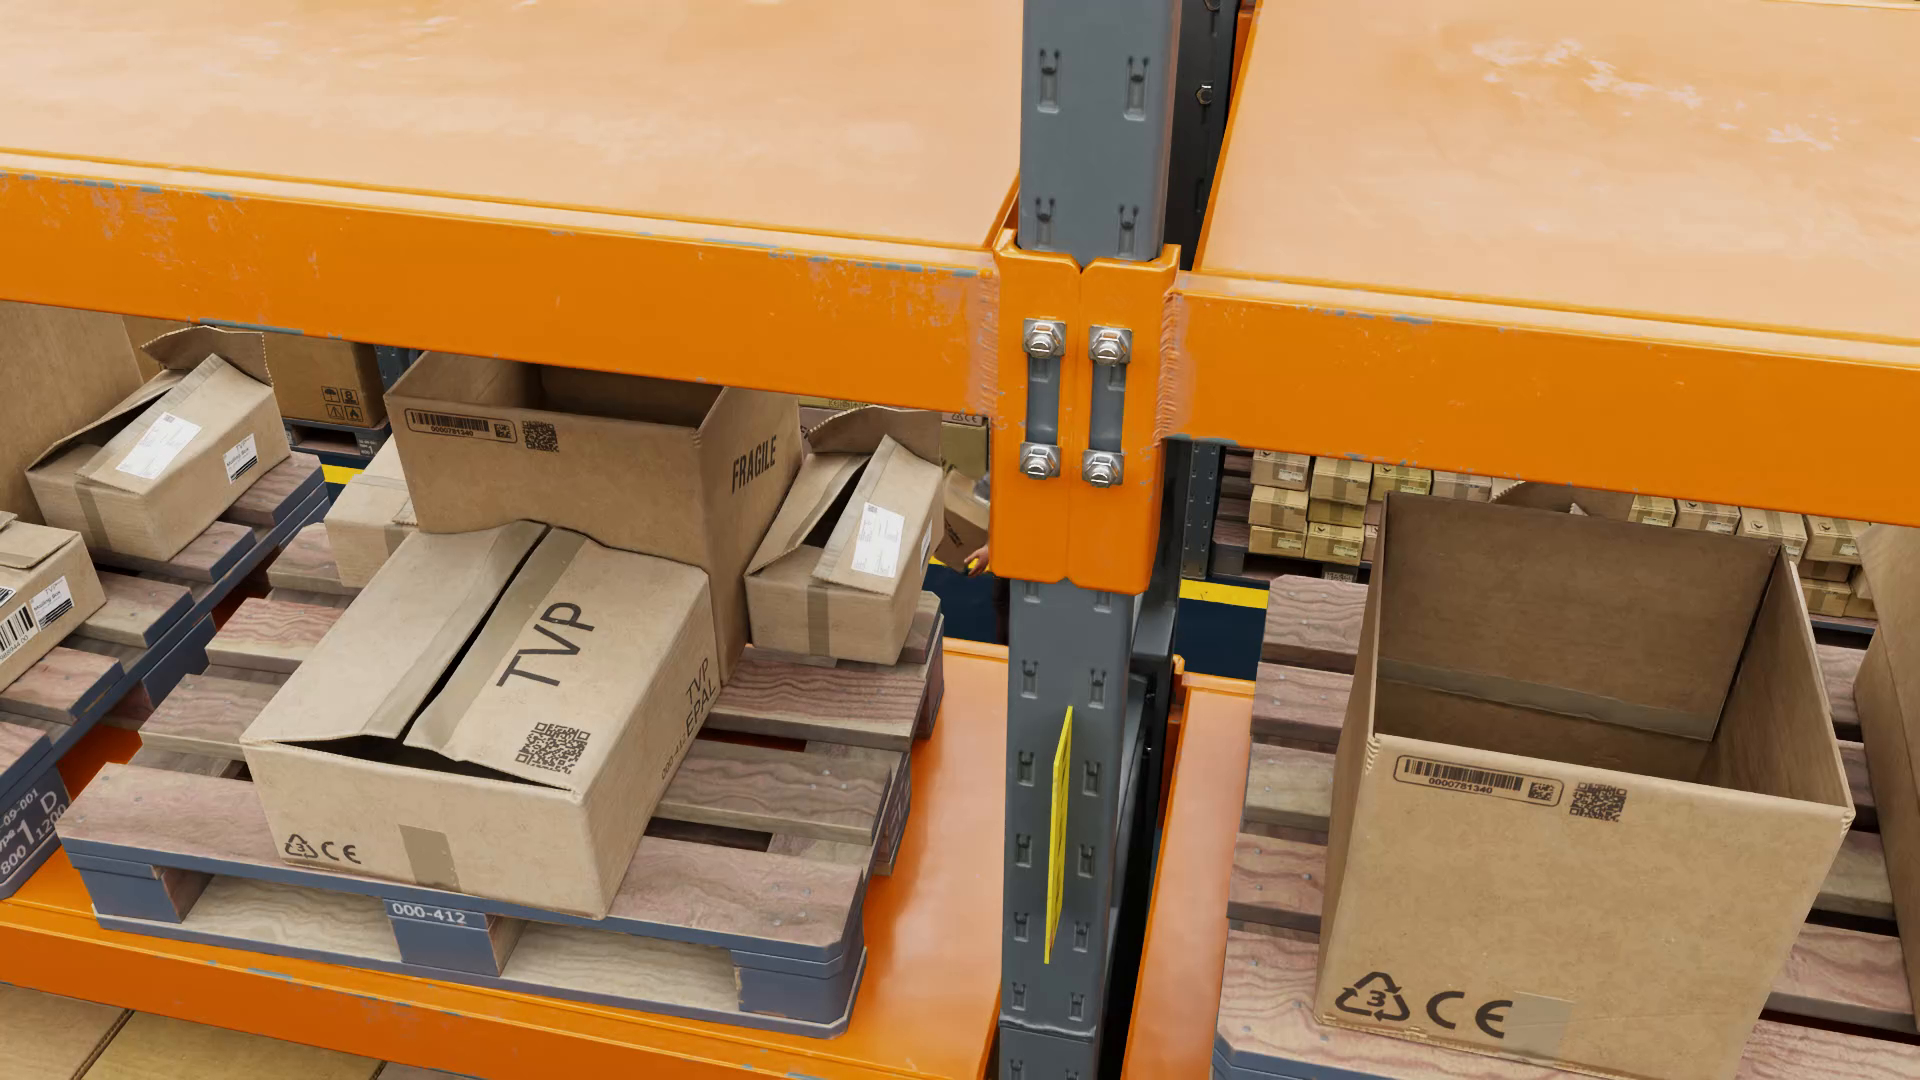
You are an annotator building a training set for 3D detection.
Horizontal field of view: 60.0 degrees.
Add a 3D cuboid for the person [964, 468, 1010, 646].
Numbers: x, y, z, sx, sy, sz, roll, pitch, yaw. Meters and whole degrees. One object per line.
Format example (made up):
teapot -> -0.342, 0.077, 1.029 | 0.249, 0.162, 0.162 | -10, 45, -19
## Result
person -> 0.243, 0.000, 6.665 | 0.522, 1.726, 0.556 | -7, 37, -9
